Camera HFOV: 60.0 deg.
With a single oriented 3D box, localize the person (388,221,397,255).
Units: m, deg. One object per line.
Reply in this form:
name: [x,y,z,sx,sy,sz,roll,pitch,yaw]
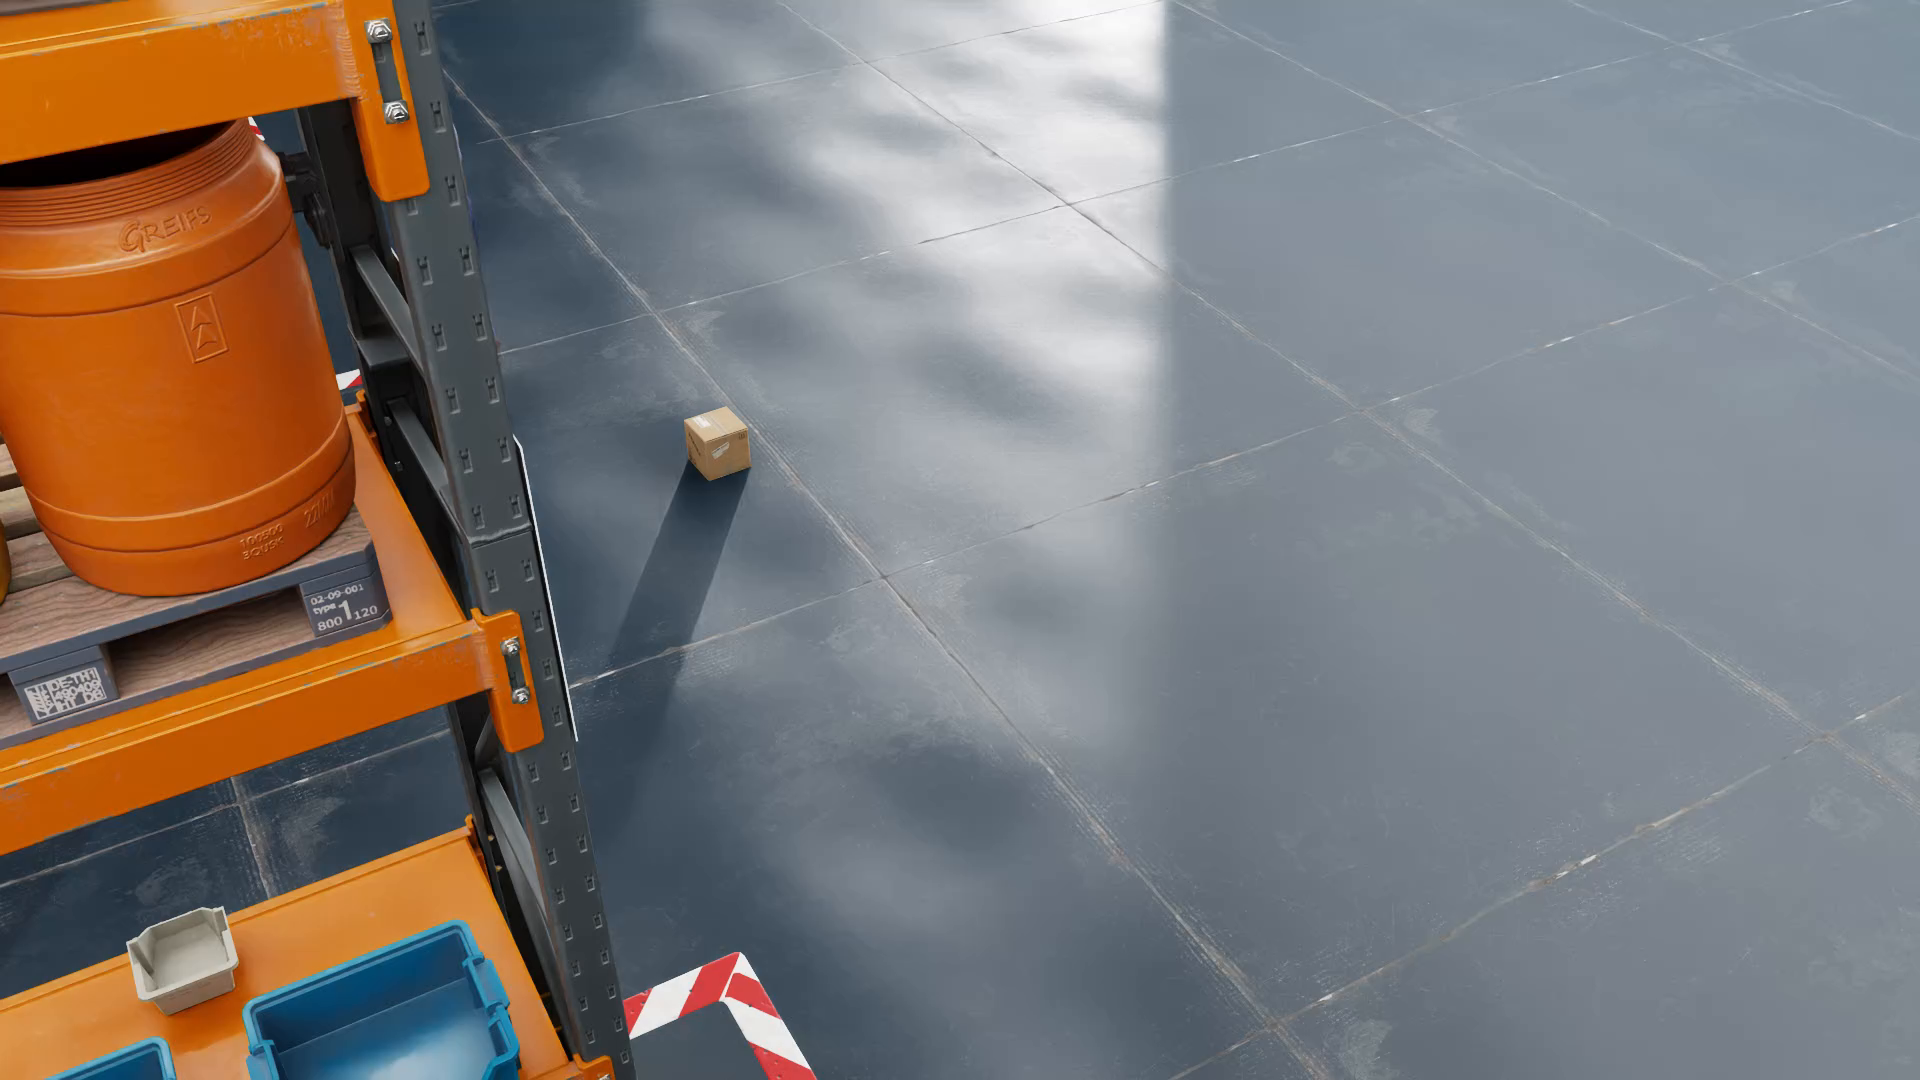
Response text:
person: [-3.008,-1.811,9.322,0.427,1.675,0.495,30,46,33]
